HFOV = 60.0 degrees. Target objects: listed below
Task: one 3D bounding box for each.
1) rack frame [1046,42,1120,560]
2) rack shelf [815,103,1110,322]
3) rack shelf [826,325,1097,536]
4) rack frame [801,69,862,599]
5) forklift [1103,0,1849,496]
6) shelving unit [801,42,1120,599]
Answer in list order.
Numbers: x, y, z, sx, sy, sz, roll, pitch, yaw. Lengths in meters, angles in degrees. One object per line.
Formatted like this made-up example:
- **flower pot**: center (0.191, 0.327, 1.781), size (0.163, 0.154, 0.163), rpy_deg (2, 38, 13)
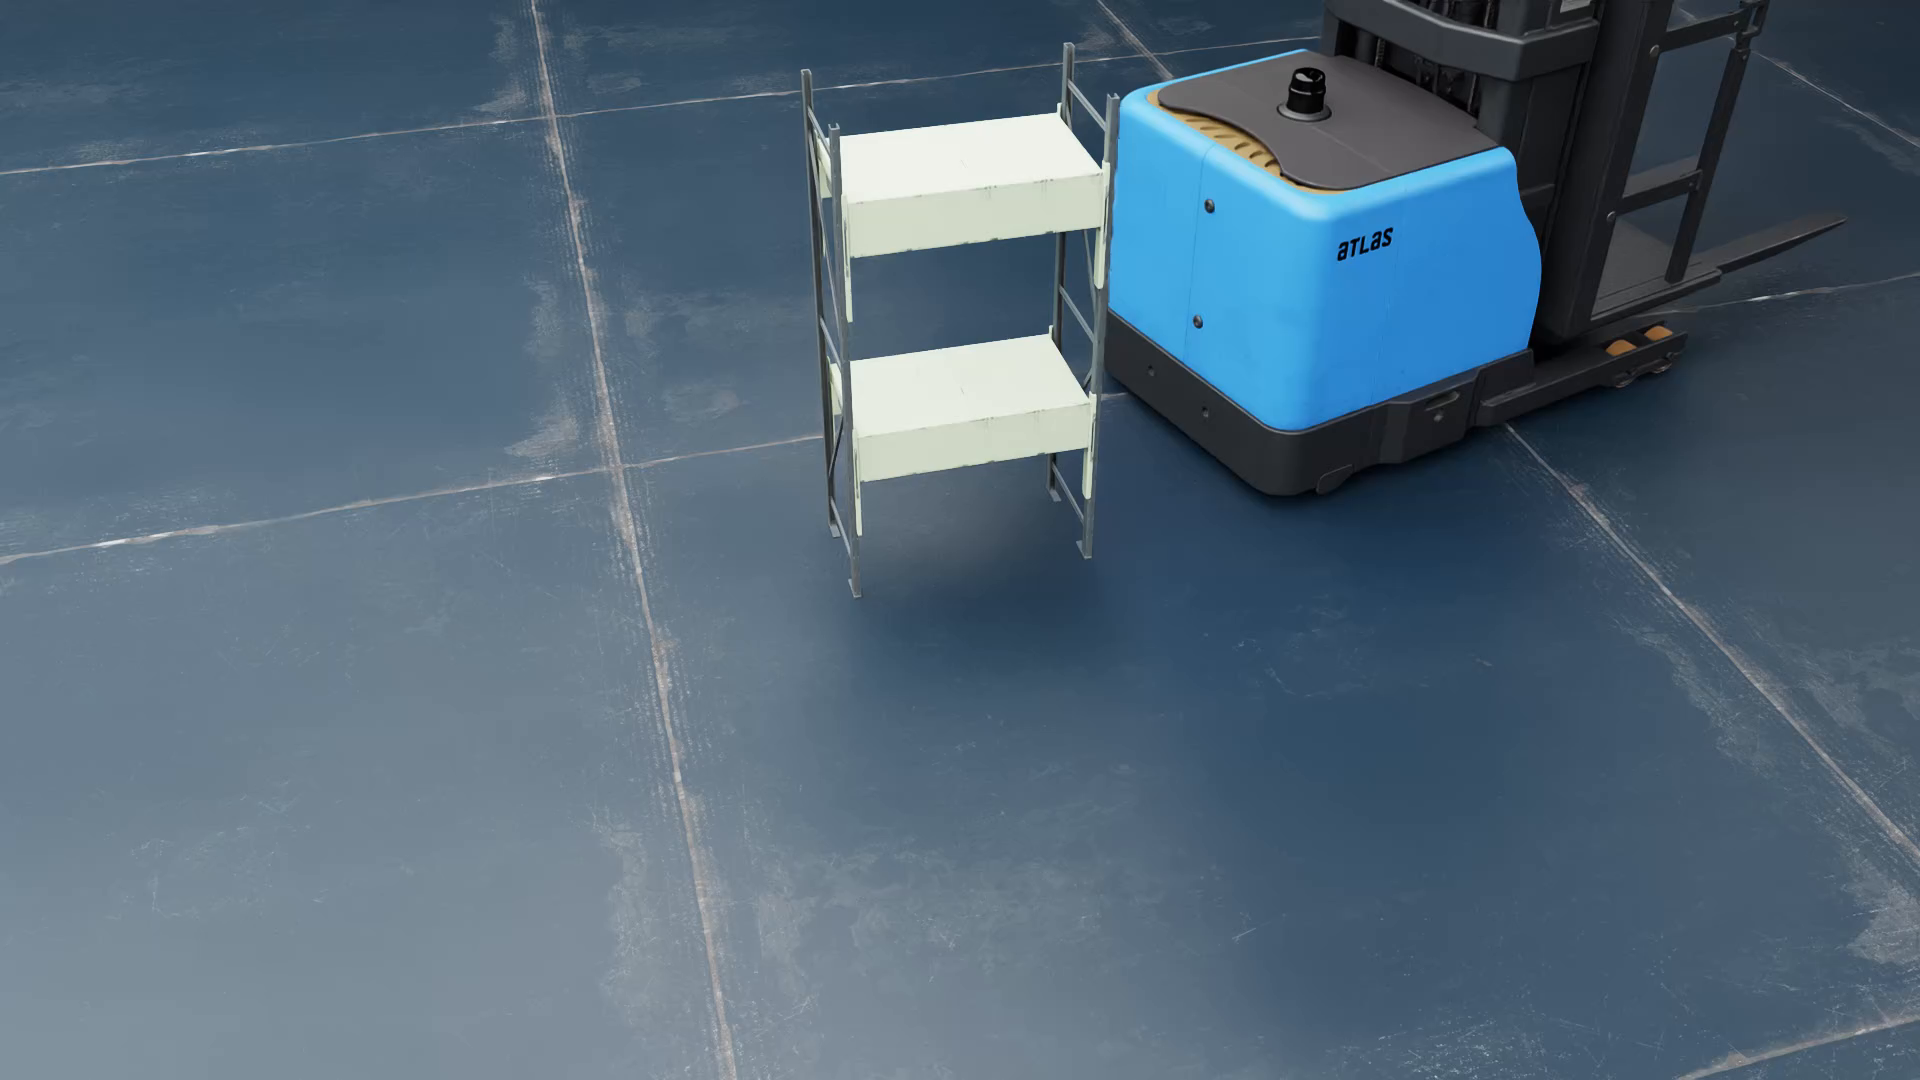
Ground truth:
- **rack frame**: center (0.347, -0.653, 4.869), size (0.023, 1.500, 0.400), rpy_deg (-9, 38, -12)
- **rack shelf**: center (-0.006, -0.905, 4.556), size (0.720, 0.370, 0.431), rpy_deg (-9, 38, -12)
- **rack shelf**: center (-0.006, -0.336, 4.991), size (0.720, 0.370, 0.431), rpy_deg (-9, 38, -12)
- **rack frame**: center (-0.360, -0.537, 4.717), size (0.023, 1.500, 0.400), rpy_deg (-9, 38, -12)
- **forklift**: center (2.031, -1.967, 5.408), size (3.031, 2.935, 1.130), rpy_deg (-20, 42, -24)
- **shelving unit**: center (-0.006, -0.595, 4.793), size (0.755, 1.500, 0.431), rpy_deg (-9, 38, -12)
